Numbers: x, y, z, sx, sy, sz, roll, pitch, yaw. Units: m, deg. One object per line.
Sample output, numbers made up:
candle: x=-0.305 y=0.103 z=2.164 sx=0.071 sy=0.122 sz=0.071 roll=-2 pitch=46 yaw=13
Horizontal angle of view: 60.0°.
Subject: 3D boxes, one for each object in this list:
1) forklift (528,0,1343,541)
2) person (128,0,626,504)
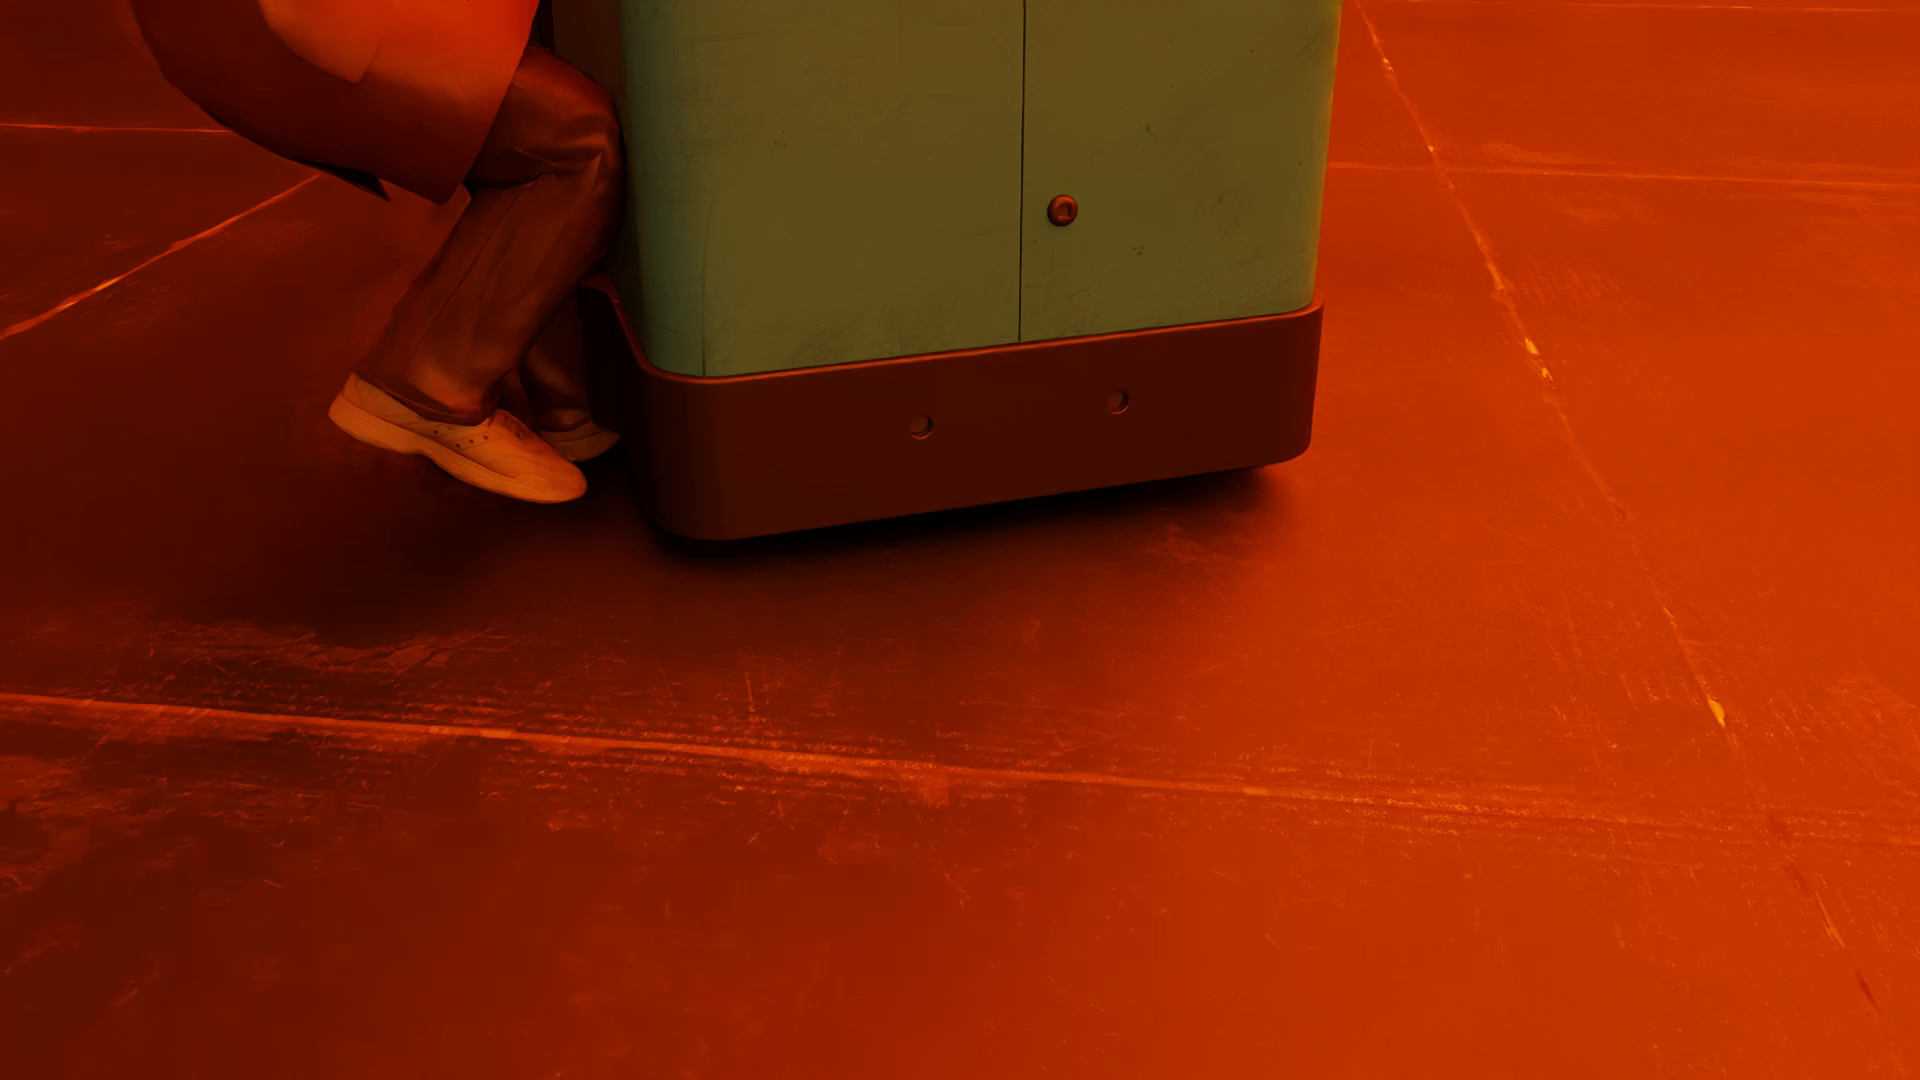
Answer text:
forklift: x=-0.386 y=-1.948 z=3.121 sx=1.130 sy=2.935 sz=3.031 roll=-8 pitch=28 yaw=-16
person: x=-0.690 y=-0.771 z=2.266 sx=0.854 sy=1.593 sz=1.125 roll=-12 pitch=29 yaw=-23
